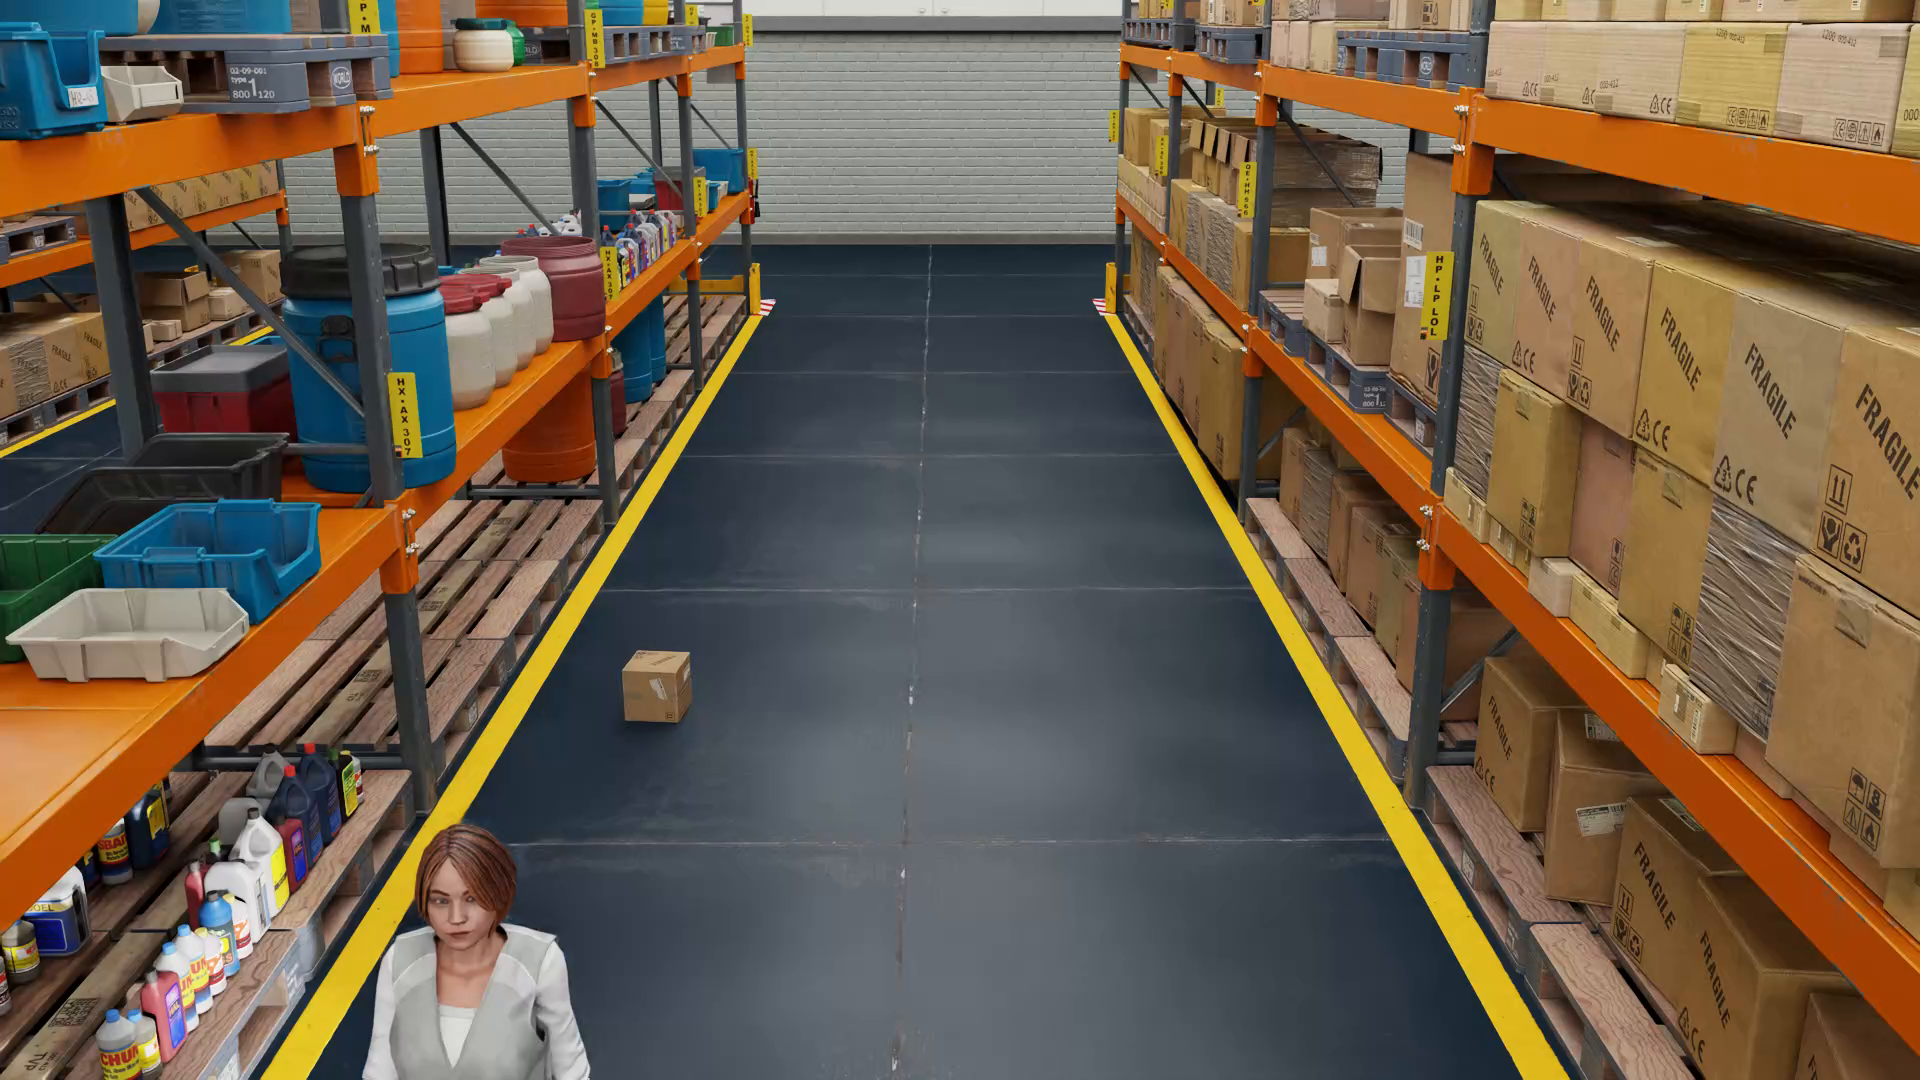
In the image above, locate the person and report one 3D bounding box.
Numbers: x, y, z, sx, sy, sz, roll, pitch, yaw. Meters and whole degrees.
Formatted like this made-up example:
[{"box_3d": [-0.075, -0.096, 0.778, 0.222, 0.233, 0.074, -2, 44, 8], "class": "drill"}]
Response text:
[{"box_3d": [-0.980, 1.317, 3.326, 0.408, 1.543, 0.930, 1, 17, 3], "class": "person"}]
